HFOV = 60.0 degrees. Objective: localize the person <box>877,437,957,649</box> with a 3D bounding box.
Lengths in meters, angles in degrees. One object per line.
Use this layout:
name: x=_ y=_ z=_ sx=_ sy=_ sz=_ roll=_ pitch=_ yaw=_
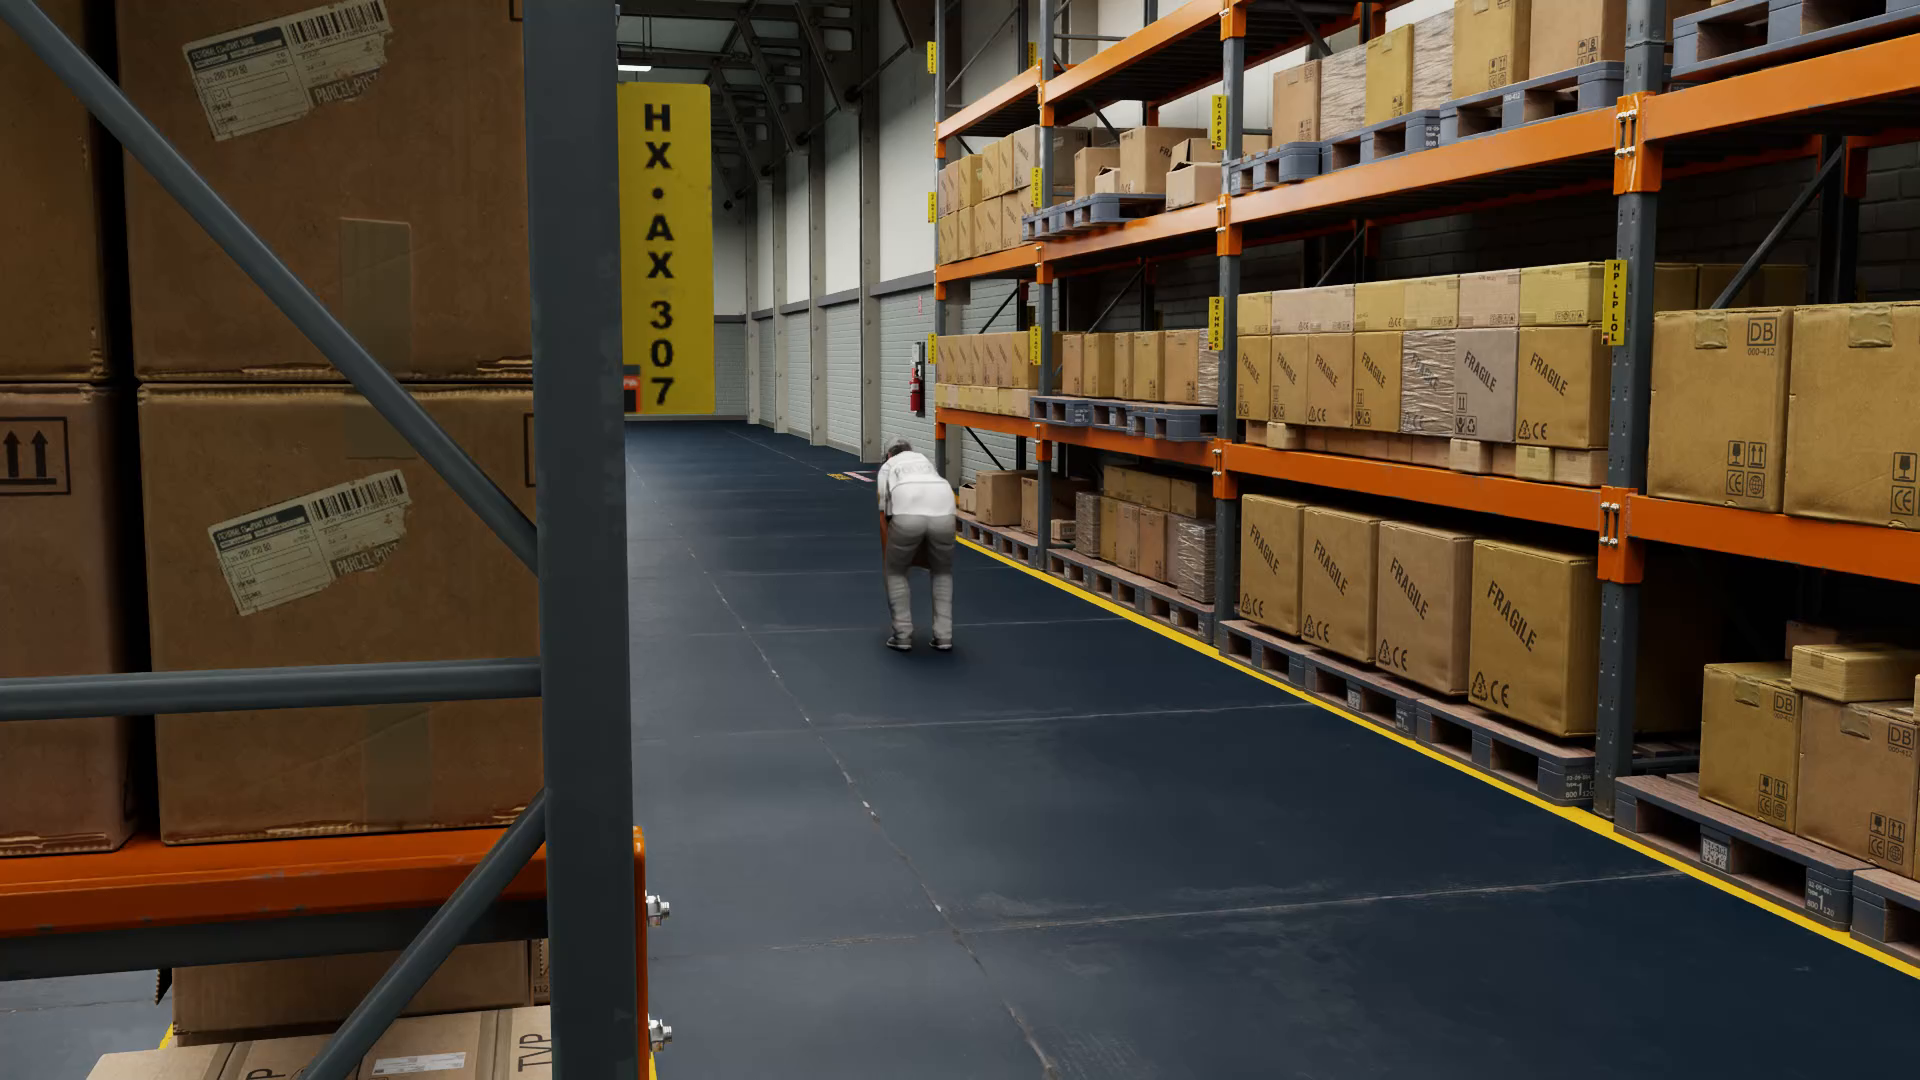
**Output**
person: x=-0.301 y=0.017 z=10.626 sx=0.460 sy=1.323 sz=0.874 roll=-2 pitch=6 yaw=-15
